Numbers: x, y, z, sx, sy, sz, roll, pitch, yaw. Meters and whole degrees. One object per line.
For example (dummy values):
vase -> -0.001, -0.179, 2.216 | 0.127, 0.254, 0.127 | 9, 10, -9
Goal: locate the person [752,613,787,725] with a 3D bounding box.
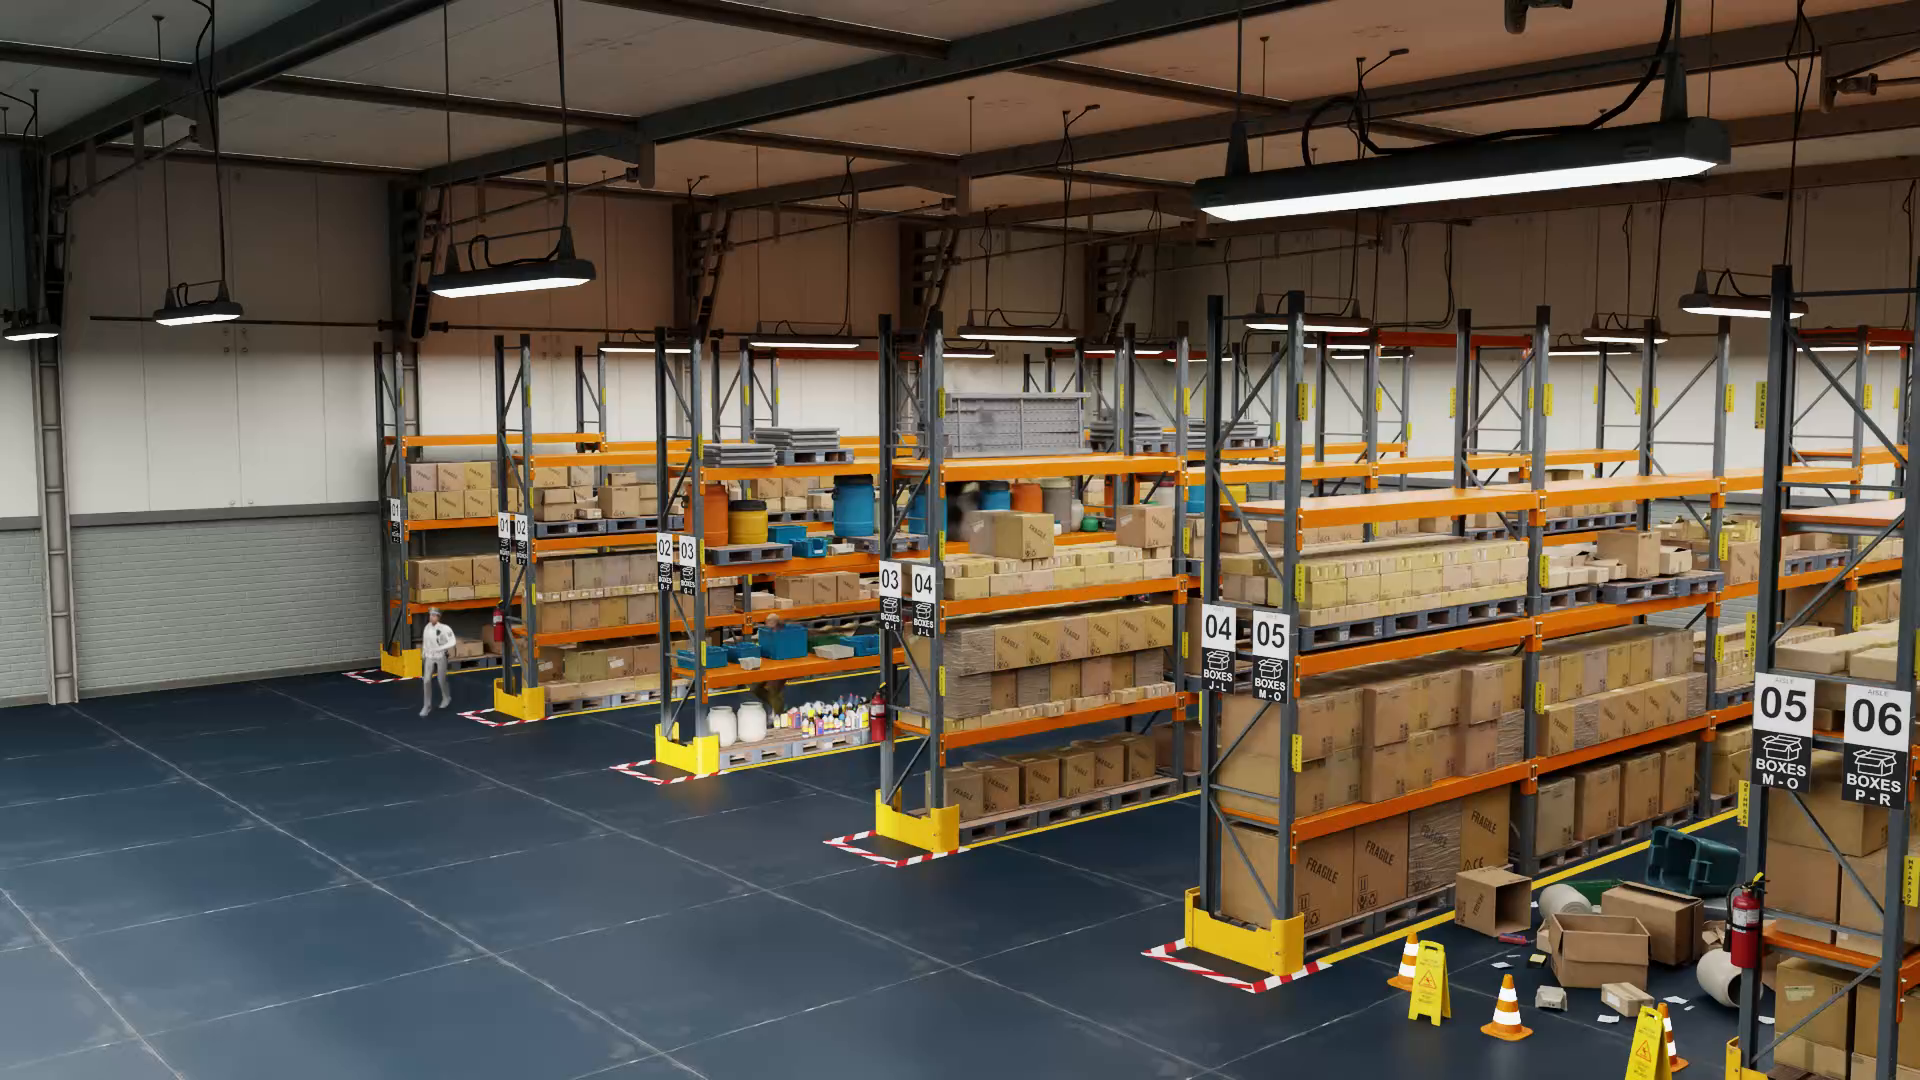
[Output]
person -> -2.878, 1.981, 25.456 | 0.651, 1.736, 0.712 | -5, 7, -44

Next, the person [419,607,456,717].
person -> -8.300, 1.911, 26.491 | 0.622, 1.739, 0.782 | 1, 5, 6
